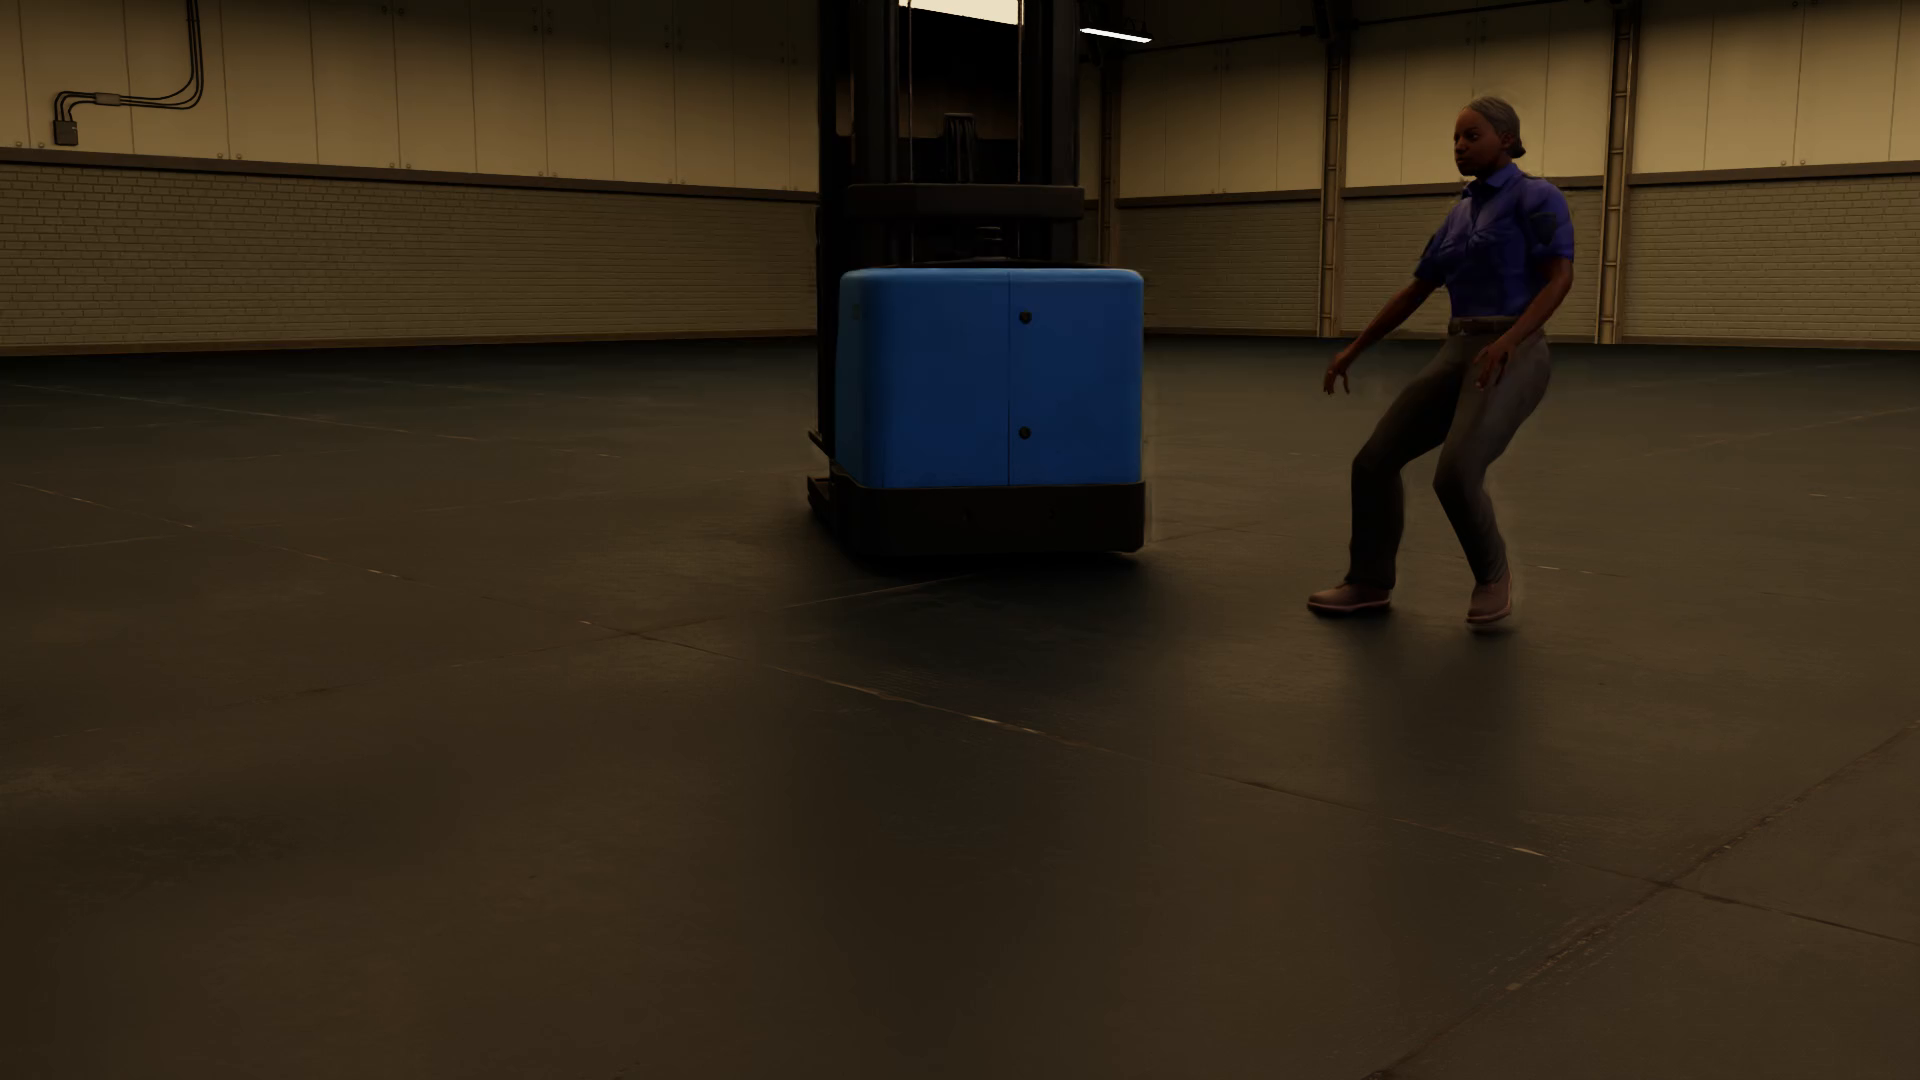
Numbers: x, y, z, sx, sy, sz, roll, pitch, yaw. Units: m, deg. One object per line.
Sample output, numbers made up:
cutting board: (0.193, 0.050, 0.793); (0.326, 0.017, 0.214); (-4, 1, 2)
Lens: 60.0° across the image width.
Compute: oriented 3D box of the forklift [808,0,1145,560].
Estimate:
forklift: (-0.087, -1.553, 7.189); (1.130, 2.935, 3.031); (-1, 9, -10)

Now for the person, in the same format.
person: (1.436, -0.527, 4.951); (0.547, 1.559, 0.700); (-4, 9, -23)
